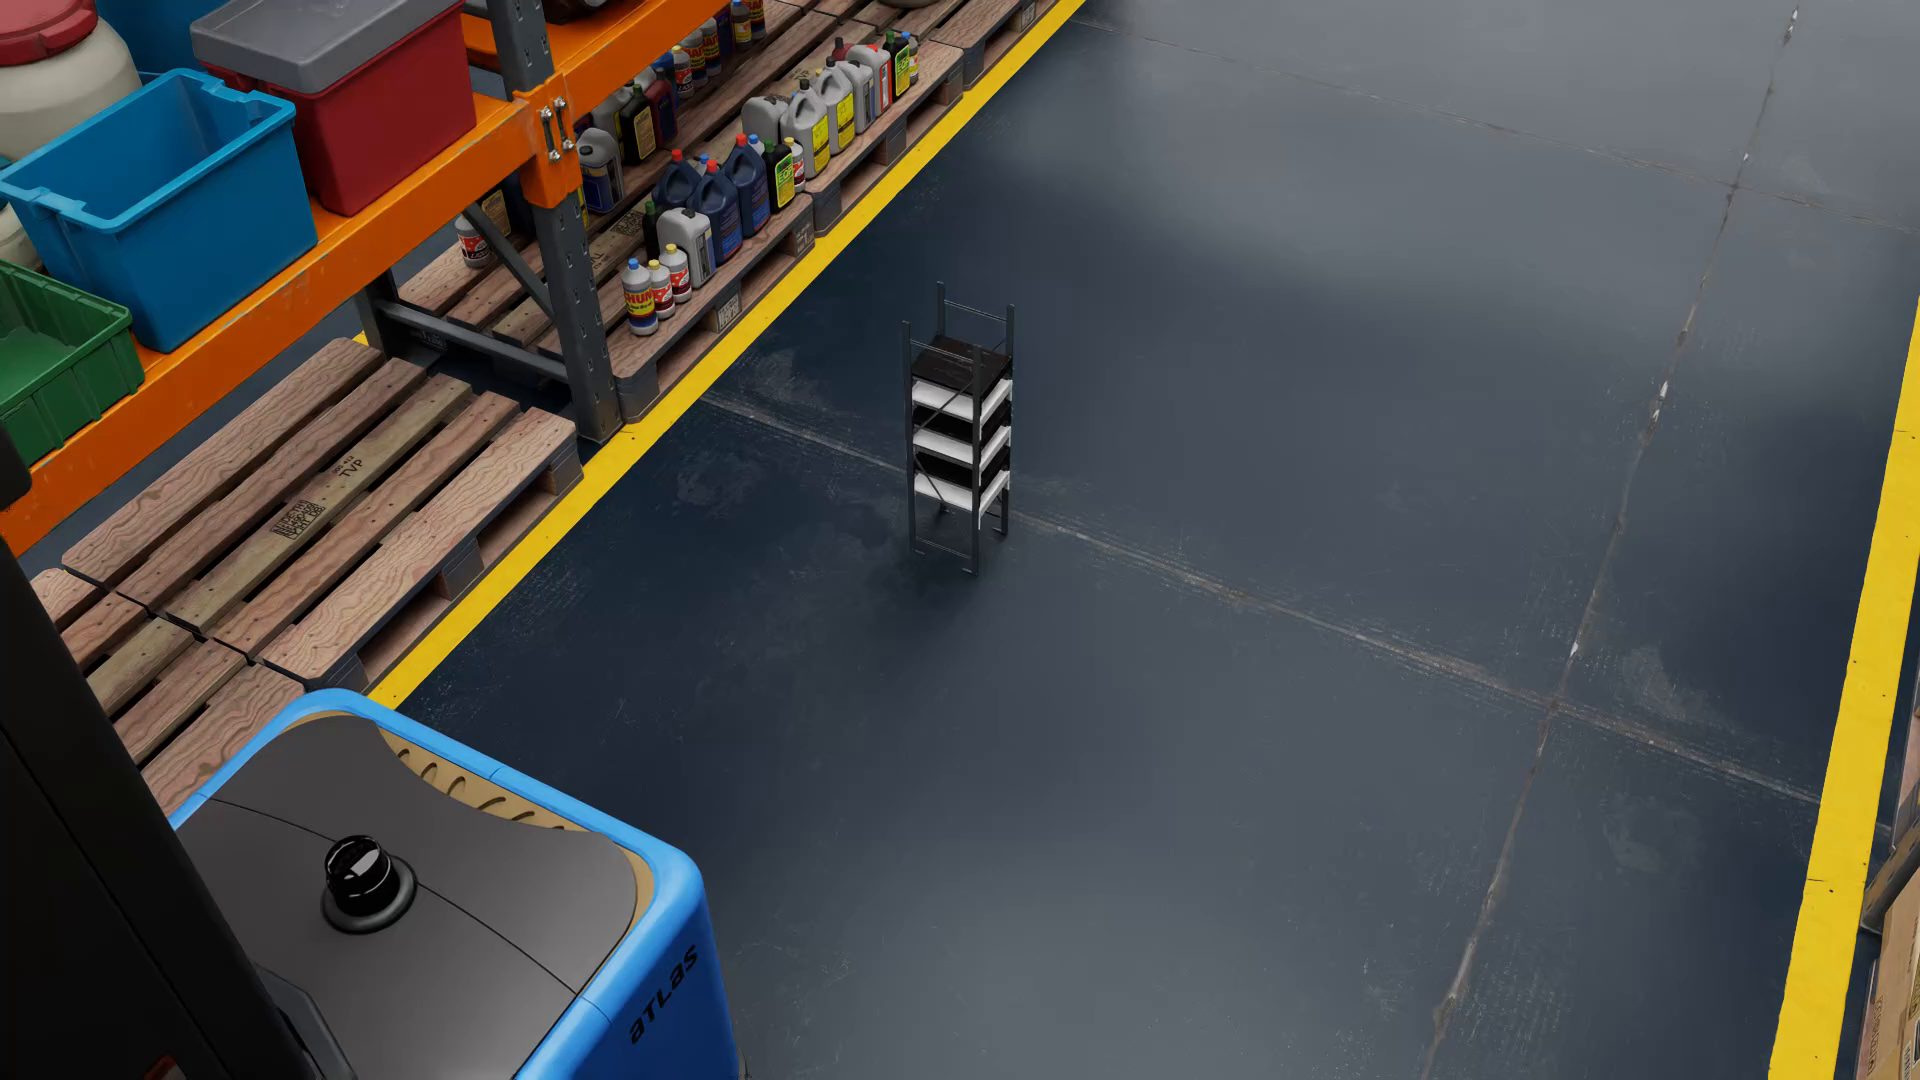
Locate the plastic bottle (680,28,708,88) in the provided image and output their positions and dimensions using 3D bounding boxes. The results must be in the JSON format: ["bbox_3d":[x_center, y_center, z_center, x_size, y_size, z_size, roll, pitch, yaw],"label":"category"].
[{"bbox_3d":[-1.077,-1.966,6.693,0.097,0.271,0.097,0,45,0],"label":"plastic bottle"}]

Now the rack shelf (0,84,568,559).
[{"bbox_3d":[-2.539,-0.056,3.703,1.077,0.370,4.000,20,49,19],"label":"rack shelf"}]

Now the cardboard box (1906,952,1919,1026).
[{"bbox_3d":[2.362,0.869,3.526,0.500,0.311,0.500,21,49,19],"label":"cardboard box"}]

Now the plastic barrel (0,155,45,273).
[{"bbox_3d":[-2.361,-0.737,3.967,0.301,0.262,0.301,0,45,0],"label":"plastic barrel"}]

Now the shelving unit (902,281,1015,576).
[{"bbox_3d":[-0.004,-0.311,4.925,0.258,0.900,0.210,20,49,19],"label":"shelving unit"}]

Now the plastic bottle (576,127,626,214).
[{"bbox_3d":[-1.335,-1.355,6.086,0.152,0.276,0.135,20,49,19],"label":"plastic bottle"}]

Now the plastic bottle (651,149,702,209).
[{"bbox_3d":[-0.996,-1.212,5.892,0.144,0.351,0.185,20,49,19],"label":"plastic bottle"}]

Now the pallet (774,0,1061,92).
[{"bbox_3d":[-0.129,-2.535,7.607,1.003,0.211,1.213,20,49,19],"label":"pallet"}]

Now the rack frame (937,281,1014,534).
[{"bbox_3d":[0.043,-0.375,4.988,0.240,0.900,0.006,20,49,19],"label":"rack frame"}]

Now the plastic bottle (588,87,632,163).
[{"bbox_3d":[-1.328,-1.618,6.293,0.144,0.351,0.185,20,49,19],"label":"plastic bottle"}]

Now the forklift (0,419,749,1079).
[{"bbox_3d":[-1.614,1.096,2.106,1.130,2.935,3.031,21,49,20],"label":"forklift"}]

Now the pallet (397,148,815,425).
[{"bbox_3d":[-1.262,-0.998,6.088,1.003,0.211,1.213,20,49,19],"label":"pallet"}]

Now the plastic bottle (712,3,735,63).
[{"bbox_3d":[-0.993,-2.113,6.830,0.061,0.283,0.133,21,49,20],"label":"plastic bottle"}]

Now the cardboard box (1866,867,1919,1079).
[{"bbox_3d":[2.368,1.060,3.732,0.500,0.250,0.500,19,48,18],"label":"cardboard box"}]

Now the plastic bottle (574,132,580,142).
[{"bbox_3d":[-1.478,-1.414,6.092,0.144,0.351,0.185,18,48,17],"label":"plastic bottle"}]

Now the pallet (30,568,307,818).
[{"bbox_3d":[-2.506,0.690,4.420,1.003,0.211,1.213,20,49,19],"label":"pallet"}]

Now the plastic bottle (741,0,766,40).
[{"bbox_3d":[-0.872,-2.245,6.969,0.097,0.271,0.097,0,45,0],"label":"plastic bottle"}]

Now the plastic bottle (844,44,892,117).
[{"bbox_3d":[-0.359,-1.835,6.560,0.152,0.276,0.135,21,49,19],"label":"plastic bottle"}]

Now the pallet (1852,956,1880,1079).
[{"bbox_3d":[2.467,1.526,3.594,1.003,0.211,1.213,20,49,19],"label":"pallet"}]

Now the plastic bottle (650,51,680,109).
[{"bbox_3d":[-1.171,-1.839,6.567,0.097,0.271,0.097,0,45,0],"label":"plastic bottle"}]

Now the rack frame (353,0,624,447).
[{"bbox_3d":[-1.611,-1.569,4.692,1.000,3.000,0.127,20,49,19],"label":"rack frame"}]

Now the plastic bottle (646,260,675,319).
[{"bbox_3d":[-1.027,-0.860,5.649,0.097,0.201,0.097,0,45,0],"label":"plastic bottle"}]

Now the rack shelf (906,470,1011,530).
[{"bbox_3d":[-0.004,-0.161,5.077,0.258,0.077,0.200,20,49,19],"label":"rack shelf"}]

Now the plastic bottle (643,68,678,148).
[{"bbox_3d":[-1.155,-1.660,6.383,0.061,0.283,0.133,20,49,19],"label":"plastic bottle"}]

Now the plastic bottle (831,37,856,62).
[{"bbox_3d":[-0.454,-1.872,6.592,0.061,0.283,0.133,20,49,19],"label":"plastic bottle"}]

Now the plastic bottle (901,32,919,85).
[{"bbox_3d":[-0.218,-1.958,6.735,0.097,0.201,0.097,0,45,0],"label":"plastic bottle"}]

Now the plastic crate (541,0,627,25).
[{"bbox_3d":[-1.255,-1.835,4.998,0.767,0.338,0.504,20,49,19],"label":"plastic crate"}]

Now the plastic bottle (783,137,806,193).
[{"bbox_3d":[-0.629,-1.401,6.184,0.097,0.201,0.097,0,45,0],"label":"plastic bottle"}]

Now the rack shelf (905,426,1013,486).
[{"bbox_3d":[-0.004,-0.288,4.949,0.258,0.077,0.200,20,49,19],"label":"rack shelf"}]

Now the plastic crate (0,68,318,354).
[{"bbox_3d":[-1.847,-0.766,3.909,0.392,0.384,0.575,20,49,19],"label":"plastic crate"}]

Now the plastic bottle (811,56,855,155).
[{"bbox_3d":[-0.497,-1.668,6.343,0.144,0.351,0.185,22,49,21],"label":"plastic bottle"}]

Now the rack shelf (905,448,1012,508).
[{"bbox_3d":[-0.004,-0.225,5.013,0.258,0.077,0.200,20,49,19],"label":"rack shelf"}]

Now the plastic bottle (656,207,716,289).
[{"bbox_3d":[-0.949,-1.035,5.770,0.152,0.276,0.135,22,49,20],"label":"plastic bottle"}]

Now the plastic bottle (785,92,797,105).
[{"bbox_3d":[-0.624,-1.628,6.408,0.097,0.201,0.097,0,45,0],"label":"plastic bottle"}]

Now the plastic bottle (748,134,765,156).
[{"bbox_3d":[-0.746,-1.360,6.094,0.097,0.271,0.097,0,45,0],"label":"plastic bottle"}]

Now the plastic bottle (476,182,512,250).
[{"bbox_3d":[-1.680,-1.181,5.909,0.061,0.283,0.133,23,50,21],"label":"plastic bottle"}]

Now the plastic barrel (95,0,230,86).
[{"bbox_3d":[-2.058,-1.602,4.372,0.600,0.901,0.708,20,49,19],"label":"plastic barrel"}]

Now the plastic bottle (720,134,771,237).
[{"bbox_3d":[-0.781,-1.283,5.962,0.144,0.351,0.185,19,48,17],"label":"plastic bottle"}]
